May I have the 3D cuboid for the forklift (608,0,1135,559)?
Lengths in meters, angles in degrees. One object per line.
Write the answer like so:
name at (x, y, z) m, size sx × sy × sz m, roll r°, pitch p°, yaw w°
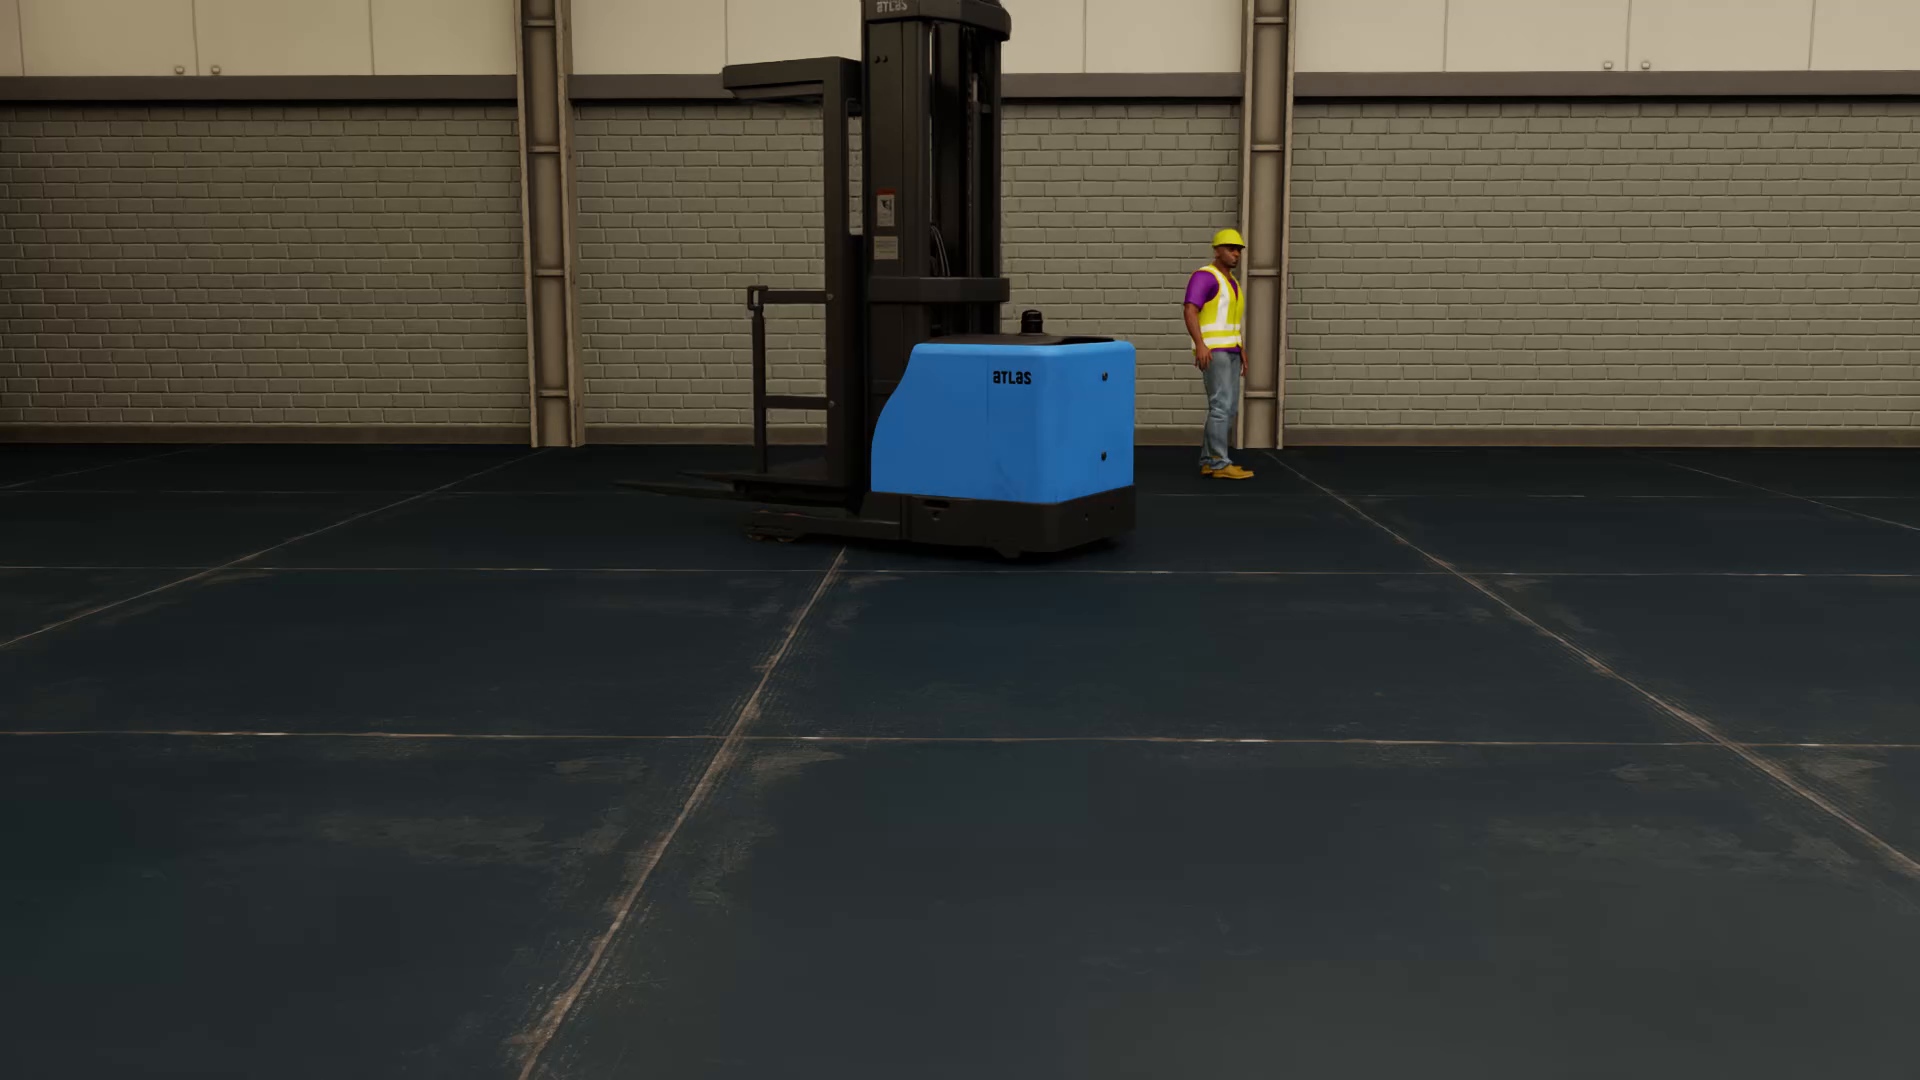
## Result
forklift at (-0.593, -1.494, 9.079) m, size 3.031 × 2.935 × 1.130 m, roll 5°, pitch 10°, yaw 30°

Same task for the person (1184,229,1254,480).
person at (1.926, -1.334, 11.914) m, size 0.541 × 1.761 × 0.753 m, roll 5°, pitch 10°, yaw 28°
